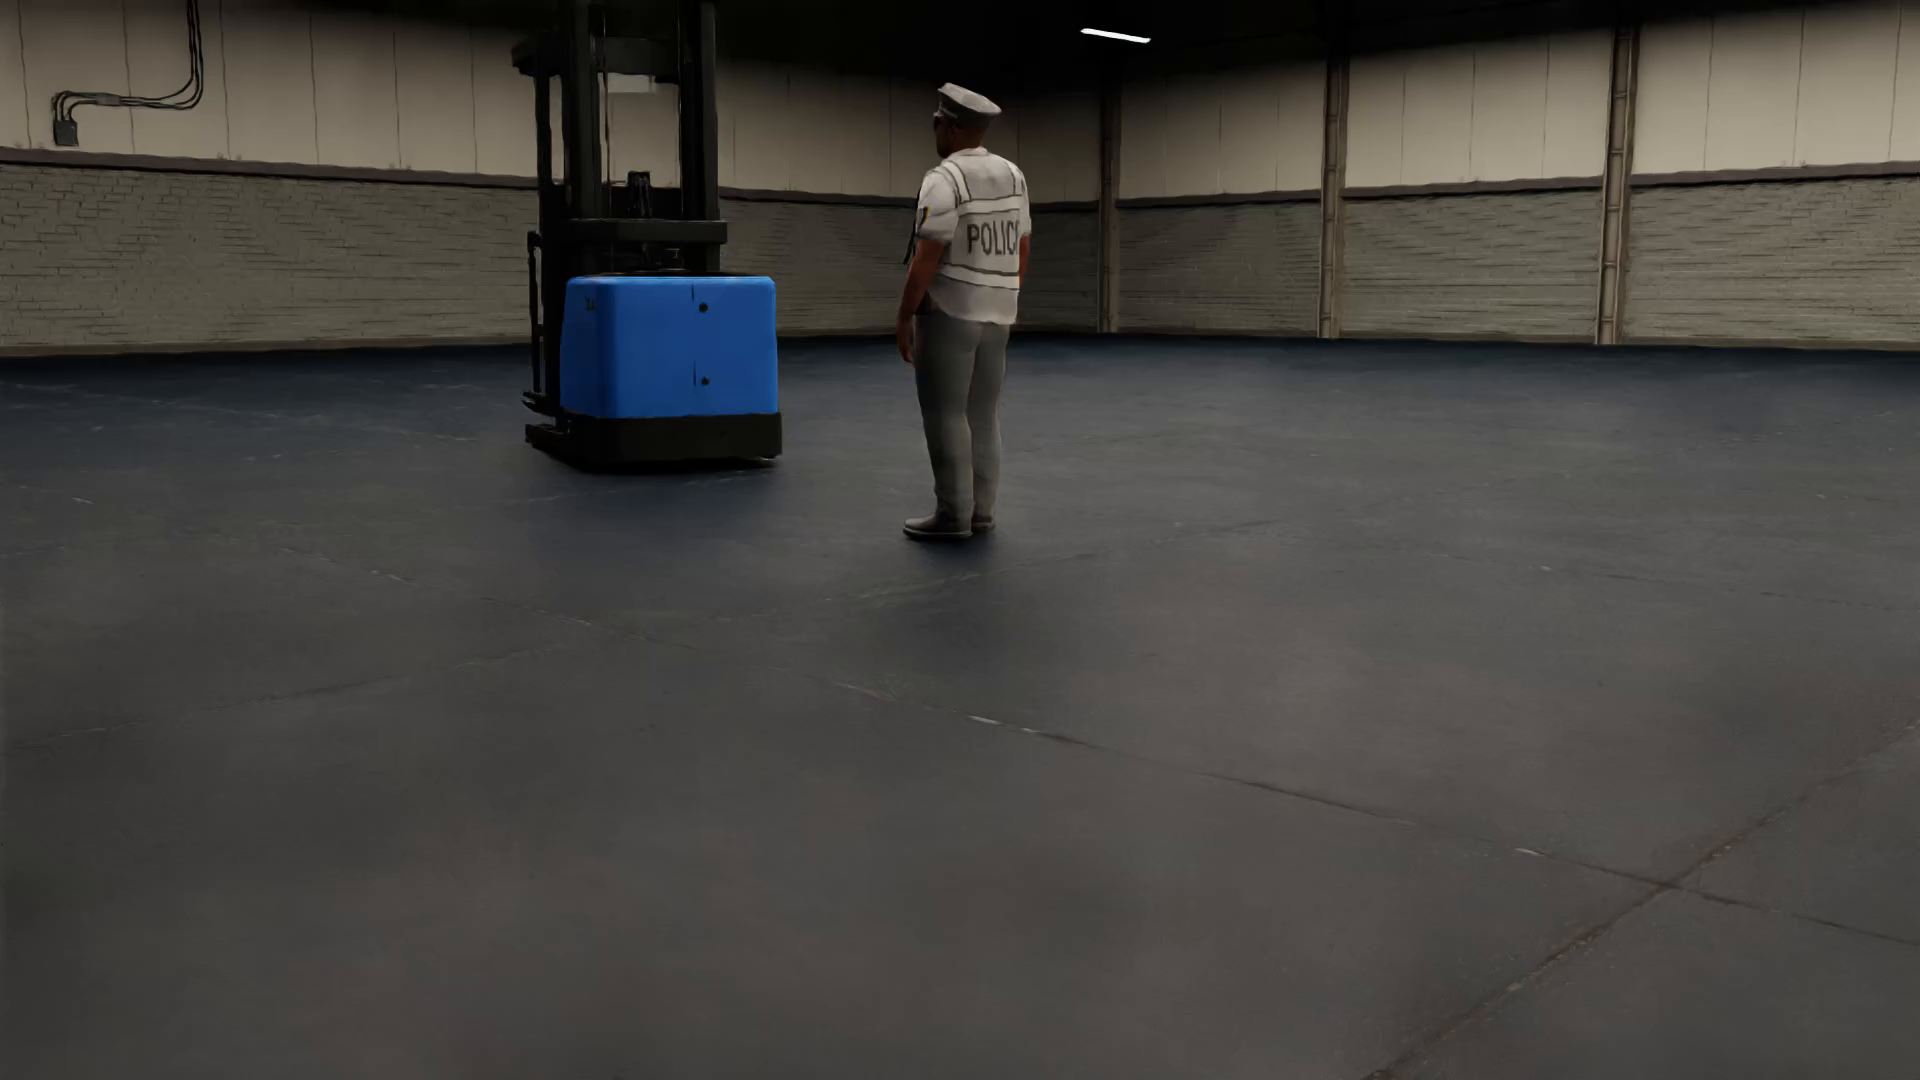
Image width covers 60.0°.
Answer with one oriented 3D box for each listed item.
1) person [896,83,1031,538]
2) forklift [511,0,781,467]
[{"bbox_3d":[-0.048,-0.898,6.645,0.574,1.781,0.640,8,12,43],"label":"person"},{"bbox_3d":[-2.122,-2.031,10.363,1.130,2.935,3.031,-4,10,-26],"label":"forklift"}]
